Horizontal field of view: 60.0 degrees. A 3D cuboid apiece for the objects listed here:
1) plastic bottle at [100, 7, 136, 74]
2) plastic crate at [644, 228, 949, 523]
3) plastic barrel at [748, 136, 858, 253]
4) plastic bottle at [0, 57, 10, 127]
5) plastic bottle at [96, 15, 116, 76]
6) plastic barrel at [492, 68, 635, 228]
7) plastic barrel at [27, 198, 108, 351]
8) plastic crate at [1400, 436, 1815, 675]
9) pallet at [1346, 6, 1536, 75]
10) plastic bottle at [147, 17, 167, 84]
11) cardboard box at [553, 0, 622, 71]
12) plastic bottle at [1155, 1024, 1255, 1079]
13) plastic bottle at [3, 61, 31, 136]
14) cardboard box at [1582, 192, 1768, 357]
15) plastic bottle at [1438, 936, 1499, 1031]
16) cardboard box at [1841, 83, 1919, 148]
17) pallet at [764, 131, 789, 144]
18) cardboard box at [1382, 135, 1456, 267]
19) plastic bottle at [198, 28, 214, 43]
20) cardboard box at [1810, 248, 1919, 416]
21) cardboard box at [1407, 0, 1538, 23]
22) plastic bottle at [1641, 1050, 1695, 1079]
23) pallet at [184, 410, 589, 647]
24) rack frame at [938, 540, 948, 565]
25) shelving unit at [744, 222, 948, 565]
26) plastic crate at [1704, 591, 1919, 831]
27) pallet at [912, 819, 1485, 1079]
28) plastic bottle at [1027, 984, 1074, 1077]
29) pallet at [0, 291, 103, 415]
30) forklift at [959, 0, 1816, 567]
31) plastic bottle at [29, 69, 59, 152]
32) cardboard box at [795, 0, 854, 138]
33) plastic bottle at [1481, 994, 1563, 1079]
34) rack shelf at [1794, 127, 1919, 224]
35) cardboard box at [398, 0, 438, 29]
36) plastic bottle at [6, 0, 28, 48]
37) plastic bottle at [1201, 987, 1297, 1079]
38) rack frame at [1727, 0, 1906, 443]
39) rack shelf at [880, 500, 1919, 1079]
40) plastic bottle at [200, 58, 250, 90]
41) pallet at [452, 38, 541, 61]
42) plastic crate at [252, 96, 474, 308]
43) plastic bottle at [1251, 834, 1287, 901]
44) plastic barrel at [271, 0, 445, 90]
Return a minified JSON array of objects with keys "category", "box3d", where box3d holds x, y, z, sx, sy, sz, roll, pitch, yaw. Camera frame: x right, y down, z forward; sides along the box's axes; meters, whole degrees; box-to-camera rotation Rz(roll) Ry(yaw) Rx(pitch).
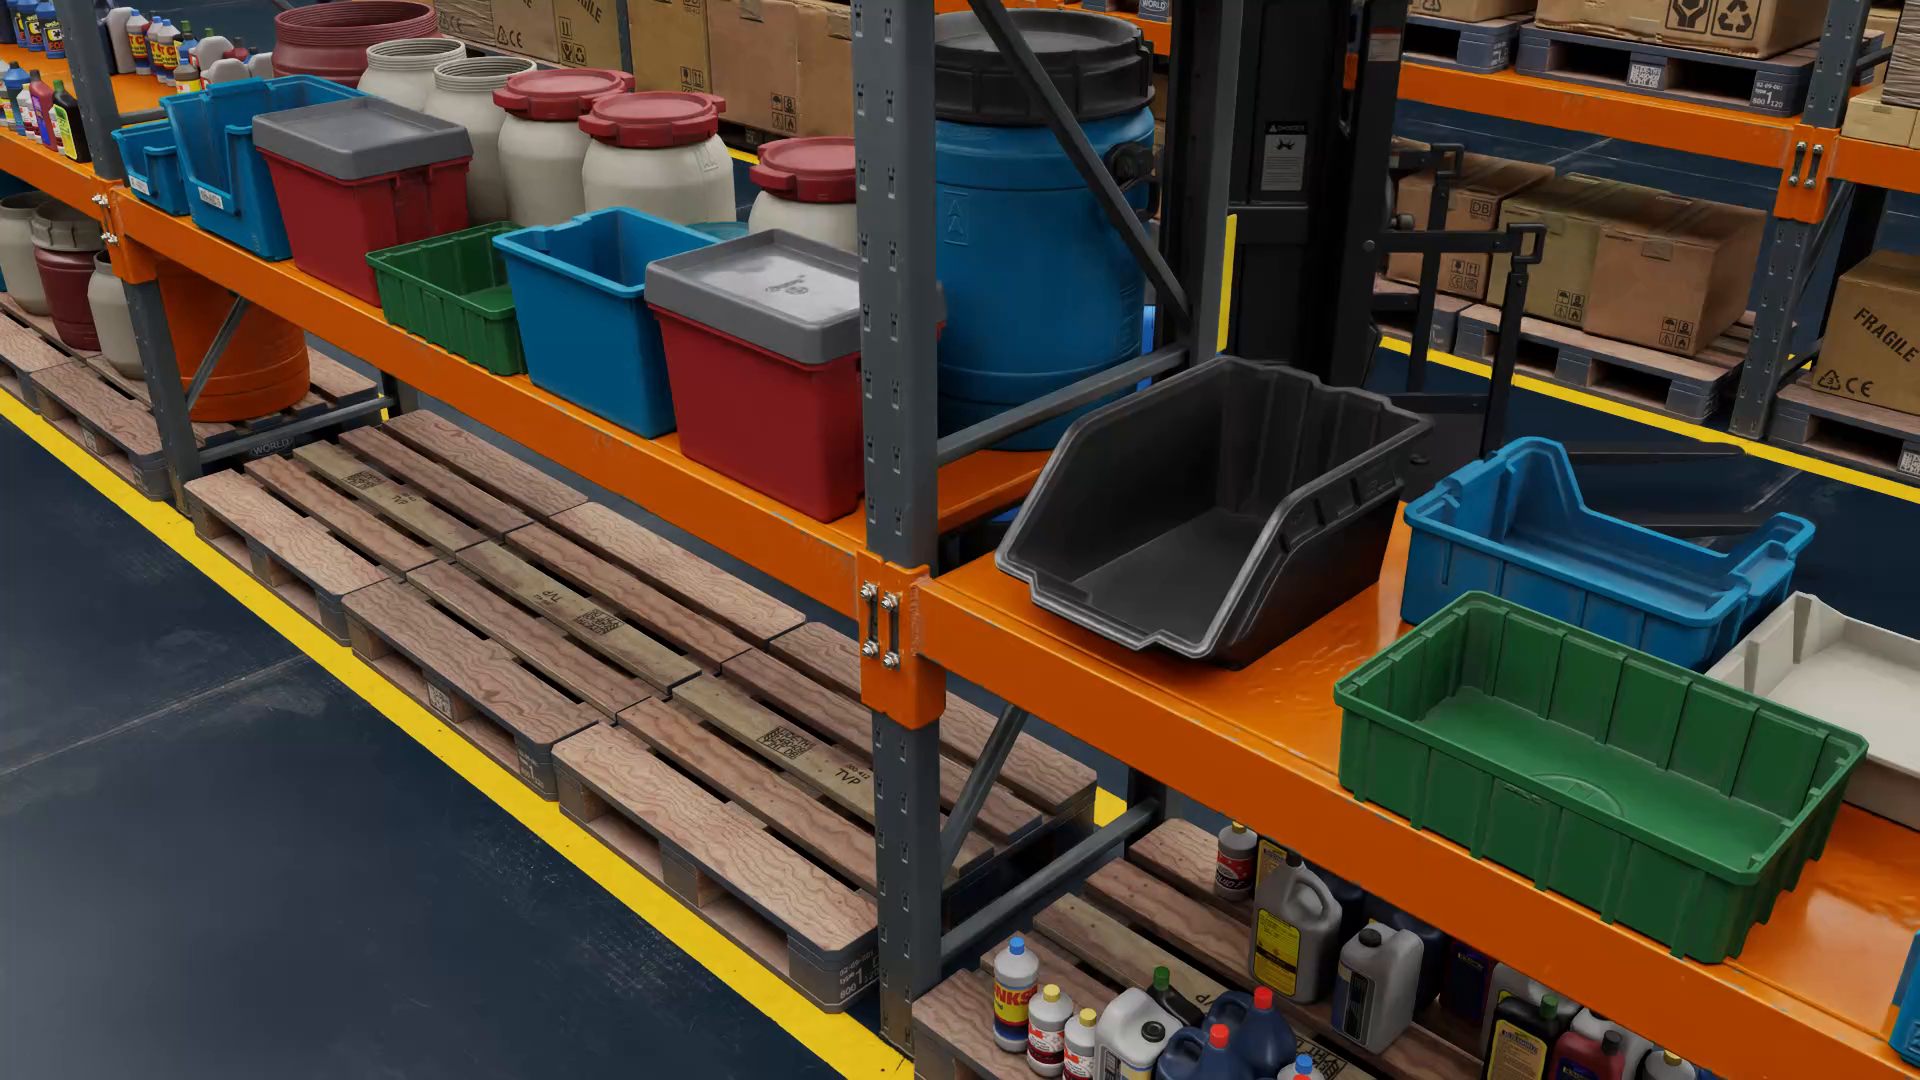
[{"category":"plastic bottle","box3d":[-3.721,-2.234,7.408,0.135,0.276,0.152,25,36,38]},{"category":"plastic crate","box3d":[-0.358,-0.367,3.657,0.583,0.464,0.402,25,36,38]},{"category":"plastic barrel","box3d":[-0.326,-0.727,4.265,0.433,0.535,0.433,0,28,0]},{"category":"plastic bottle","box3d":[-3.749,-1.767,6.526,0.097,0.271,0.097,0,28,0]},{"category":"plastic bottle","box3d":[-3.843,-2.226,7.313,0.185,0.351,0.144,25,36,38]},{"category":"plastic barrel","box3d":[-1.158,-1.108,4.988,0.433,0.535,0.433,0,28,0]},{"category":"plastic barrel","box3d":[-3.816,-1.229,7.503,0.708,0.588,0.600,25,36,38]},{"category":"plastic crate","box3d":[1.182,0.054,3.083,0.616,0.251,0.499,25,36,38]},{"category":"pallet","box3d":[2.263,-2.514,8.014,1.213,0.211,1.003,25,36,38]},{"category":"plastic bottle","box3d":[-3.455,-2.128,7.211,0.097,0.271,0.097,0,28,0]},{"category":"cardboard box","box3d":[-2.444,-4.024,12.511,0.875,0.875,0.875,25,36,38]},{"category":"plastic bottle","box3d":[0.487,1.096,3.315,0.144,0.351,0.185,-24,36,-38]},{"category":"plastic bottle","box3d":[-3.611,-1.704,6.405,0.097,0.271,0.097,0,28,0]},{"category":"cardboard box","box3d":[3.252,-1.222,7.564,0.500,0.500,0.700,21,34,35]},{"category":"plastic bottle","box3d":[1.146,0.942,3.682,0.061,0.283,0.133,-22,35,-36]},{"category":"cardboard box","box3d":[3.617,-1.645,6.425,0.250,0.149,0.380,25,36,38]},{"category":"pallet","box3d":[-0.553,-2.677,11.115,1.213,0.211,1.003,25,36,38]},{"category":"cardboard box","box3d":[2.128,-1.748,8.565,0.700,0.500,0.500,-22,35,-35]},{"category":"plastic bottle","box3d":[-3.126,-1.994,6.945,0.133,0.283,0.061,25,36,38]},{"category":"cardboard box","box3d":[3.932,-0.862,6.901,0.500,0.500,0.500,23,36,37]},{"category":"cardboard box","box3d":[2.374,-2.693,7.586,0.797,0.503,0.637,-21,34,-34]},{"category":"plastic bottle","box3d":[1.447,1.128,3.416,0.097,0.201,0.097,0,28,0]},{"category":"pallet","box3d":[-2.125,-0.088,6.190,1.213,0.211,1.003,25,36,38]},{"category":"rack frame","box3d":[-0.265,-0.360,5.726,0.500,1.125,0.032,-16,32,-28]},{"category":"shelving unit","box3d":[-0.535,-0.560,6.107,0.538,1.125,1.048,-16,32,-28]},{"category":"plastic crate","box3d":[1.538,0.280,2.778,0.437,0.136,0.530,25,36,38]},{"category":"pallet","box3d":[0.652,1.185,3.770,1.213,0.211,1.003,25,36,38]},{"category":"plastic bottle","box3d":[0.194,1.044,3.575,0.097,0.201,0.097,0,28,0]},{"category":"pallet","box3d":[-4.107,-0.995,7.915,1.213,0.211,1.003,25,36,38]},{"category":"forklift","box3d":[1.515,-1.314,5.601,3.031,2.935,1.130,0,28,0]},{"category":"plastic bottle","box3d":[-3.402,-1.602,6.198,0.133,0.283,0.061,25,36,38]},{"category":"cardboard box","box3d":[-0.285,-3.002,10.568,0.875,0.875,1.225,25,36,39]},{"category":"plastic bottle","box3d":[1.177,1.050,3.476,0.133,0.283,0.061,25,36,38]},{"category":"rack shelf","box3d":[5.101,-0.955,5.616,4.000,0.370,1.077,25,36,38]},{"category":"cardboard box","box3d":[-4.370,-4.905,14.187,0.875,0.875,0.875,25,36,38]},{"category":"plastic bottle","box3d":[-4.449,-2.483,7.888,0.097,0.271,0.097,0,28,0]},{"category":"plastic bottle","box3d":[0.588,1.049,3.406,0.185,0.351,0.144,25,36,38]},{"category":"rack frame","box3d":[3.675,-1.926,6.690,0.127,3.000,1.000,25,36,38]},{"category":"rack shelf","box3d":[1.628,0.689,2.490,4.000,0.370,1.077,25,36,38]},{"category":"plastic bottle","box3d":[-2.839,-1.731,6.452,0.135,0.276,0.152,25,36,38]},{"category":"pallet","box3d":[-3.391,-3.974,13.582,1.213,0.211,1.003,25,36,38]},{"category":"plastic crate","box3d":[-1.712,-0.987,4.835,0.583,0.464,0.402,25,36,38]},{"category":"plastic bottle","box3d":[0.776,0.773,4.003,0.061,0.283,0.133,-23,36,-37]},{"category":"plastic barrel","box3d":[-2.107,-1.597,5.918,0.708,0.536,0.600,25,36,38]}]
